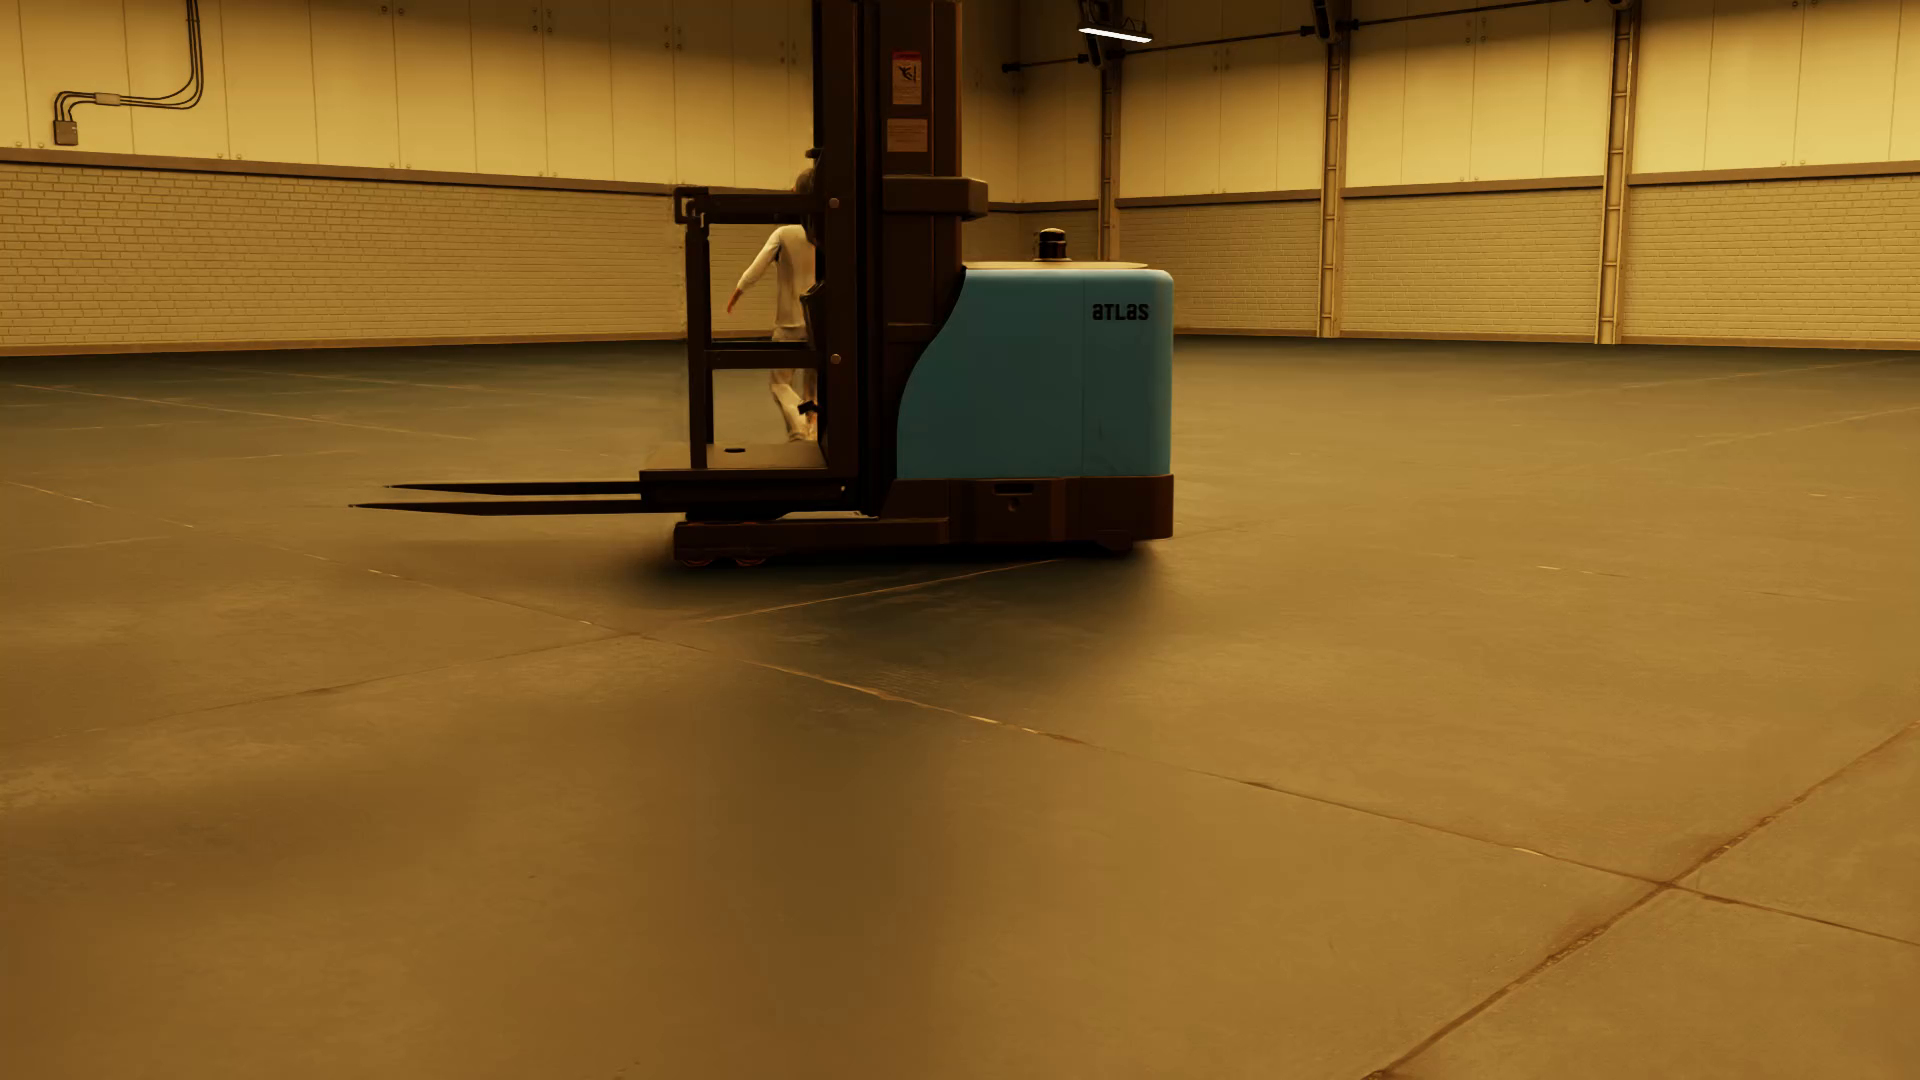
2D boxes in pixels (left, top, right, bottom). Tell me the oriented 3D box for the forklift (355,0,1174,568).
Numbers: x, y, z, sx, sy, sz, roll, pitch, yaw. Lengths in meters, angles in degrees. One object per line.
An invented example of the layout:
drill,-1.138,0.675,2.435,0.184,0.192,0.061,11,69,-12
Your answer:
forklift,-0.744,-1.432,6.386,3.031,2.935,1.130,-1,9,-7

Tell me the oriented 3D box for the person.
person,-0.855,-1.113,9.259,0.757,1.460,0.658,-3,9,-22
